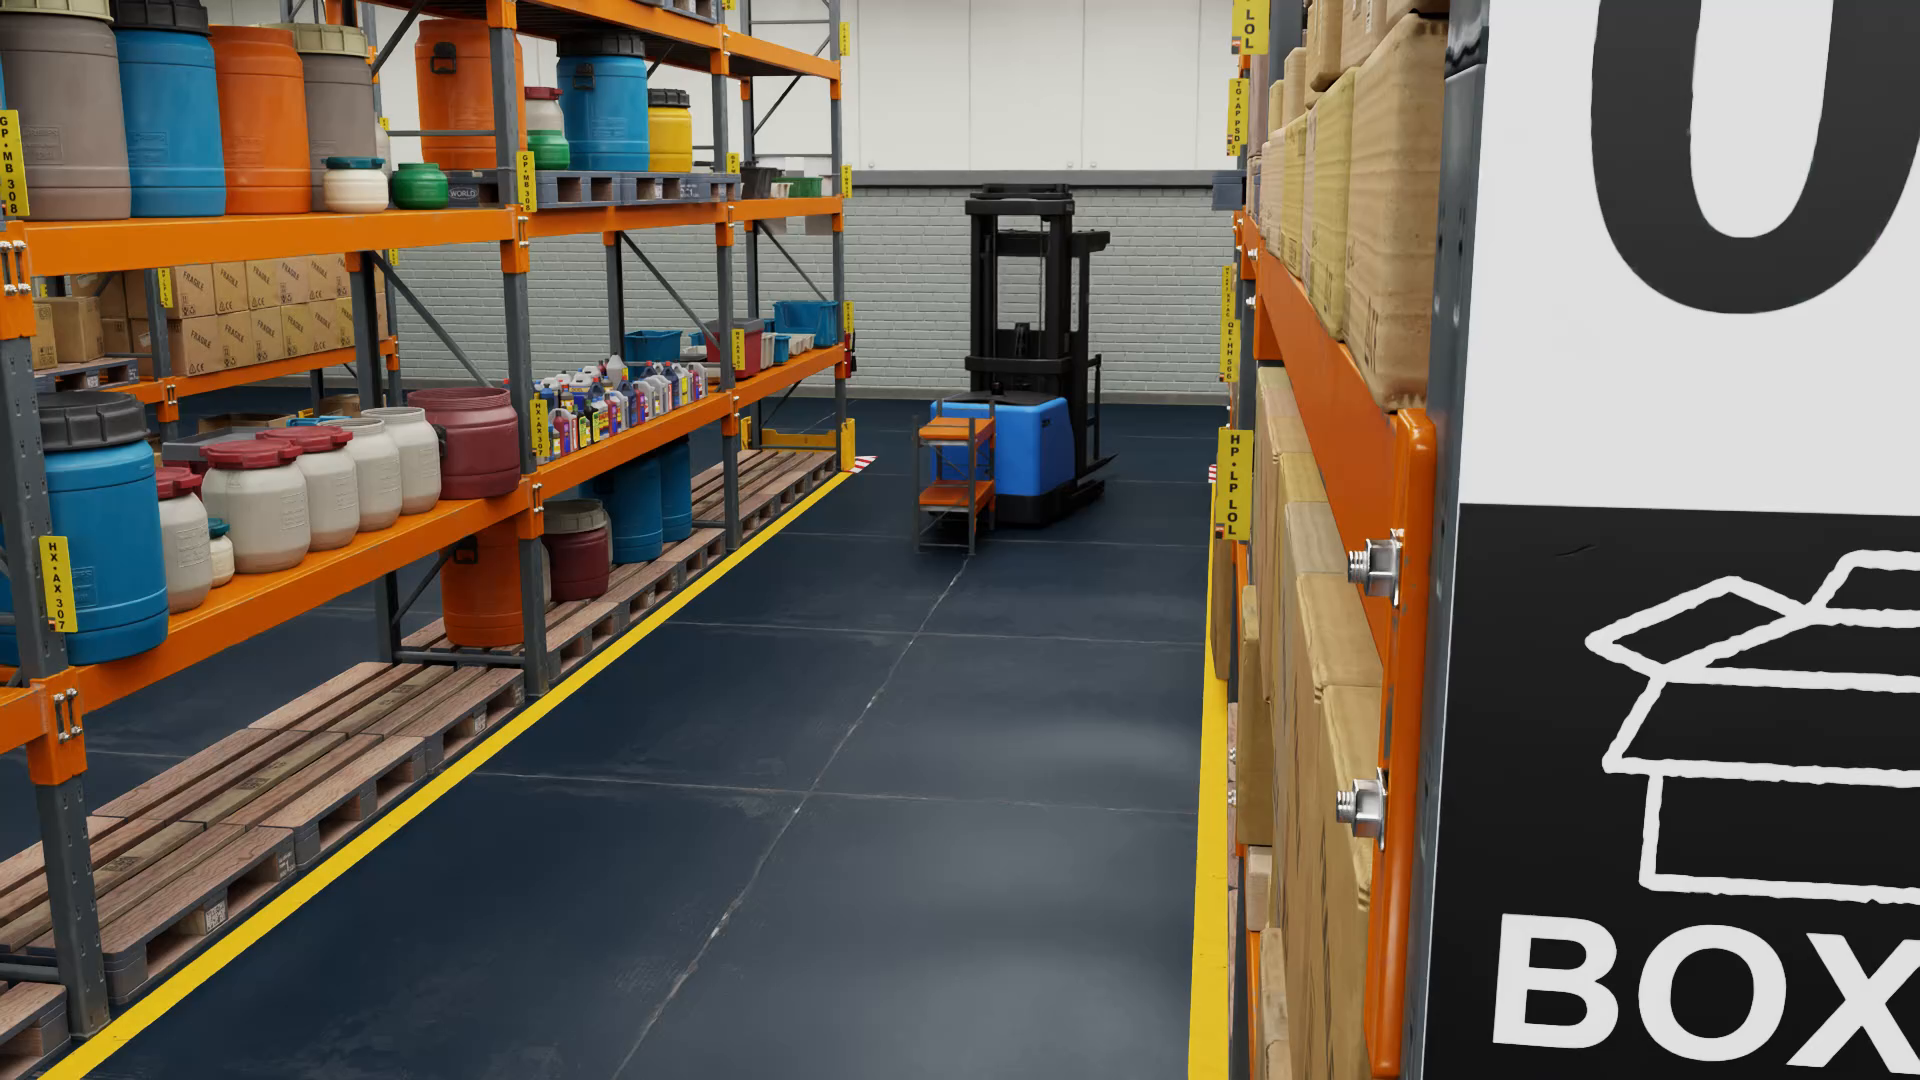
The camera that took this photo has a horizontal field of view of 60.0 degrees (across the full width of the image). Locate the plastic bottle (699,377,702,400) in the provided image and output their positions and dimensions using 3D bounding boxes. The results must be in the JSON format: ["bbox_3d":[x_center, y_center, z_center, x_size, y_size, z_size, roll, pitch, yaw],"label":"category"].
[{"bbox_3d":[-2.044,-1.188,12.858,0.097,0.201,0.097,0,12,0],"label":"plastic bottle"}]

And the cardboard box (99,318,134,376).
[{"bbox_3d":[-7.382,-1.725,14.642,0.500,0.500,0.500,2,12,10],"label":"cardboard box"}]

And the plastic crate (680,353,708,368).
[{"bbox_3d":[-2.405,-1.539,14.527,0.437,0.125,0.590,2,12,9],"label":"plastic crate"}]

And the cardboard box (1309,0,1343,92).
[{"bbox_3d":[0.576,-0.564,1.780,0.380,0.149,0.250,2,12,9],"label":"cardboard box"}]

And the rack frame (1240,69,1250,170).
[{"bbox_3d":[2.582,-4.175,12.006,1.000,3.000,0.127,2,12,9],"label":"rack frame"}]

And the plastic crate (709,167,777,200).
[{"bbox_3d":[-1.850,-3.055,14.239,0.497,0.269,0.590,2,12,9],"label":"plastic crate"}]

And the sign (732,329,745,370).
[{"bbox_3d":[-1.769,-1.520,13.269,0.100,0.325,0.005,2,12,9],"label":"sign"}]

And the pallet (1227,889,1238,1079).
[{"bbox_3d":[1.470,1.624,5.956,1.003,0.211,1.213,2,12,9],"label":"pallet"}]

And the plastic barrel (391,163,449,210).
[{"bbox_3d":[-2.914,-1.907,8.973,0.294,0.245,0.294,0,12,0],"label":"plastic barrel"}]

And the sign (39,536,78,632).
[{"bbox_3d":[-3.000,0.147,5.532,0.100,0.325,0.005,2,12,9],"label":"sign"}]

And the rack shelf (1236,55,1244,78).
[{"bbox_3d":[2.890,-4.044,14.055,1.077,0.370,4.000,2,12,9],"label":"rack shelf"}]

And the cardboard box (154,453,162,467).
[{"bbox_3d":[-6.998,-0.445,13.828,0.500,0.500,0.500,2,12,8],"label":"cardboard box"}]

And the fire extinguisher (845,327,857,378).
[{"bbox_3d":[-1.224,-2.032,17.371,0.296,0.674,0.183,2,12,9],"label":"fire extinguisher"}]

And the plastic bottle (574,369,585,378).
[{"bbox_3d":[-2.861,-1.156,12.545,0.097,0.271,0.097,0,12,0],"label":"plastic bottle"}]

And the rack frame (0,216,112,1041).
[{"bbox_3d":[-3.542,0.263,5.655,1.000,3.000,0.127,2,12,9],"label":"rack frame"}]

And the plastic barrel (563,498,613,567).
[{"bbox_3d":[-2.696,-0.017,11.861,0.421,0.512,0.421,0,12,0],"label":"plastic barrel"}]

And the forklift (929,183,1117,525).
[{"bbox_3d":[0.741,-1.833,15.542,1.130,2.935,3.031,5,13,21],"label":"forklift"}]

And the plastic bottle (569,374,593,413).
[{"bbox_3d":[-2.752,-1.060,12.088,0.152,0.276,0.135,2,12,9],"label":"plastic bottle"}]

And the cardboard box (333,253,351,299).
[{"bbox_3d":[-6.464,-2.728,16.919,0.500,0.500,0.500,2,12,10],"label":"cardboard box"}]

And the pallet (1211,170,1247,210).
[{"bbox_3d":[2.014,-1.919,9.108,1.213,0.211,1.003,2,12,11],"label":"pallet"}]

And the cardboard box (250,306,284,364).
[{"bbox_3d":[-6.703,-1.921,15.549,0.500,0.500,0.500,2,12,8],"label":"cardboard box"}]

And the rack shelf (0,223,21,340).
[{"bbox_3d":[-3.850,-0.436,3.483,1.077,0.370,4.000,2,12,9],"label":"rack shelf"}]

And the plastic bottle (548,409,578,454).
[{"bbox_3d":[-2.470,-0.685,10.348,0.152,0.276,0.135,2,12,9],"label":"plastic bottle"}]

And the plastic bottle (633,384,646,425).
[{"bbox_3d":[-2.234,-0.946,11.541,0.061,0.283,0.133,2,12,9],"label":"plastic bottle"}]

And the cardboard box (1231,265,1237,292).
[{"bbox_3d":[2.706,-2.210,14.999,0.500,0.500,0.500,2,12,7],"label":"cardboard box"}]

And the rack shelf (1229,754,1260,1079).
[{"bbox_3d":[1.044,1.191,3.054,1.077,0.370,4.000,2,12,9],"label":"rack shelf"}]

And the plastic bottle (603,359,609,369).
[{"bbox_3d":[-2.790,-1.283,13.105,0.061,0.283,0.133,2,12,9],"label":"plastic bottle"}]

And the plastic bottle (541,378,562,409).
[{"bbox_3d":[-2.938,-1.017,11.887,0.152,0.276,0.135,2,12,9],"label":"plastic bottle"}]

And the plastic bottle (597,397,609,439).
[{"bbox_3d":[-2.354,-0.802,10.902,0.097,0.271,0.097,0,12,0],"label":"plastic bottle"}]

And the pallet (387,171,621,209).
[{"bbox_3d":[-2.713,-2.100,9.947,1.003,0.211,1.213,2,12,9],"label":"pallet"}]

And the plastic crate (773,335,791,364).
[{"bbox_3d":[-1.759,-1.747,15.235,0.416,0.233,0.300,2,12,9],"label":"plastic crate"}]

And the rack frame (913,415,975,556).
[{"bbox_3d":[-0.128,-0.431,13.324,0.500,1.125,0.032,2,12,10],"label":"rack frame"}]

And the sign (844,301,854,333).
[{"bbox_3d":[-1.151,-2.301,17.162,0.100,0.325,0.005,2,12,9],"label":"sign"}]

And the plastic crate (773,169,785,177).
[{"bbox_3d":[-2.031,-3.567,16.614,0.497,0.269,0.590,2,12,9],"label":"plastic crate"}]

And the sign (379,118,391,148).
[{"bbox_3d":[-6.045,-4.274,17.482,0.100,0.325,0.005,2,12,9],"label":"sign"}]

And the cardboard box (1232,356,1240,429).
[{"bbox_3d":[2.111,-0.995,11.251,0.500,0.500,0.500,2,12,7],"label":"cardboard box"}]

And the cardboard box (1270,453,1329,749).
[{"bbox_3d":[0.813,0.138,2.916,0.500,0.500,0.500,2,12,9],"label":"cardboard box"}]

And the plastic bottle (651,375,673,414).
[{"bbox_3d":[-2.187,-1.069,12.126,0.152,0.276,0.135,2,12,9],"label":"plastic bottle"}]

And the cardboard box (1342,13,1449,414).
[{"bbox_3d":[0.560,-0.246,1.250,0.500,0.250,0.500,2,12,10],"label":"cardboard box"}]

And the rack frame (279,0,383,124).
[{"bbox_3d":[-6.591,-5.329,17.362,1.000,3.000,0.127,2,12,9],"label":"rack frame"}]

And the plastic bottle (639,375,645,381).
[{"bbox_3d":[-2.313,-1.066,12.127,0.097,0.271,0.097,0,12,0],"label":"plastic bottle"}]

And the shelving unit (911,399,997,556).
[{"bbox_3d":[-0.040,-0.537,13.813,0.538,1.125,1.048,2,12,10],"label":"shelving unit"}]

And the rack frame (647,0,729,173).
[{"bbox_3d":[-2.312,-4.335,12.750,1.000,3.000,0.127,2,12,9],"label":"rack frame"}]

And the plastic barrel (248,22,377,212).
[{"bbox_3d":[-3.268,-2.118,8.389,0.600,0.901,0.600,0,12,0],"label":"plastic barrel"}]

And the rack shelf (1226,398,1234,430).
[{"bbox_3d":[2.275,-0.474,10.782,1.077,0.370,4.000,2,12,9],"label":"rack shelf"}]

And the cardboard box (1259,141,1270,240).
[{"bbox_3d":[1.030,-0.885,4.214,0.500,0.250,0.500,1,12,6],"label":"cardboard box"}]

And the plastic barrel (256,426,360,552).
[{"bbox_3d":[-2.999,-0.239,7.658,0.433,0.535,0.433,0,12,0],"label":"plastic barrel"}]

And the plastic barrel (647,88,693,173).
[{"bbox_3d":[-2.252,-2.970,12.090,0.600,0.588,0.600,0,12,0],"label":"plastic barrel"}]

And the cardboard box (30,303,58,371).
[{"bbox_3d":[-7.543,-1.582,12.978,0.700,0.500,0.500,4,13,18],"label":"cardboard box"}]

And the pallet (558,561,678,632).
[{"bbox_3d":[-2.657,0.374,11.755,1.003,0.211,1.213,2,12,9],"label":"pallet"}]

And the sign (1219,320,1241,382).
[{"bbox_3d":[1.418,-0.993,8.732,0.100,0.325,0.005,2,12,9],"label":"sign"}]

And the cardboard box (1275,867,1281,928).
[{"bbox_3d":[0.926,0.737,2.509,0.875,0.500,0.500,2,12,9],"label":"cardboard box"}]

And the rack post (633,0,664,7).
[{"bbox_3d":[-2.497,-3.666,10.829,0.937,0.300,0.954,3,13,15],"label":"rack post"}]

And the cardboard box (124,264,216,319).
[{"bbox_3d":[-6.855,-2.191,14.428,0.500,0.500,0.500,2,12,10],"label":"cardboard box"}]

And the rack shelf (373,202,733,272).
[{"bbox_3d":[-2.619,-2.101,11.210,1.077,0.370,4.000,2,12,9],"label":"rack shelf"}]

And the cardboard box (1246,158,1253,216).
[{"bbox_3d":[1.564,-1.606,7.562,0.500,0.250,0.500,2,12,10],"label":"cardboard box"}]

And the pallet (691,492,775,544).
[{"bbox_3d":[-2.237,-0.194,14.392,1.003,0.211,1.213,2,12,9],"label":"pallet"}]

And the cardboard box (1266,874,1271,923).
[{"bbox_3d":[0.854,0.842,3.563,0.380,0.149,0.250,2,12,9],"label":"cardboard box"}]

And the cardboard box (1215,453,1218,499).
[{"bbox_3d":[2.367,-0.089,11.333,1.225,0.875,0.875,1,12,7],"label":"cardboard box"}]
